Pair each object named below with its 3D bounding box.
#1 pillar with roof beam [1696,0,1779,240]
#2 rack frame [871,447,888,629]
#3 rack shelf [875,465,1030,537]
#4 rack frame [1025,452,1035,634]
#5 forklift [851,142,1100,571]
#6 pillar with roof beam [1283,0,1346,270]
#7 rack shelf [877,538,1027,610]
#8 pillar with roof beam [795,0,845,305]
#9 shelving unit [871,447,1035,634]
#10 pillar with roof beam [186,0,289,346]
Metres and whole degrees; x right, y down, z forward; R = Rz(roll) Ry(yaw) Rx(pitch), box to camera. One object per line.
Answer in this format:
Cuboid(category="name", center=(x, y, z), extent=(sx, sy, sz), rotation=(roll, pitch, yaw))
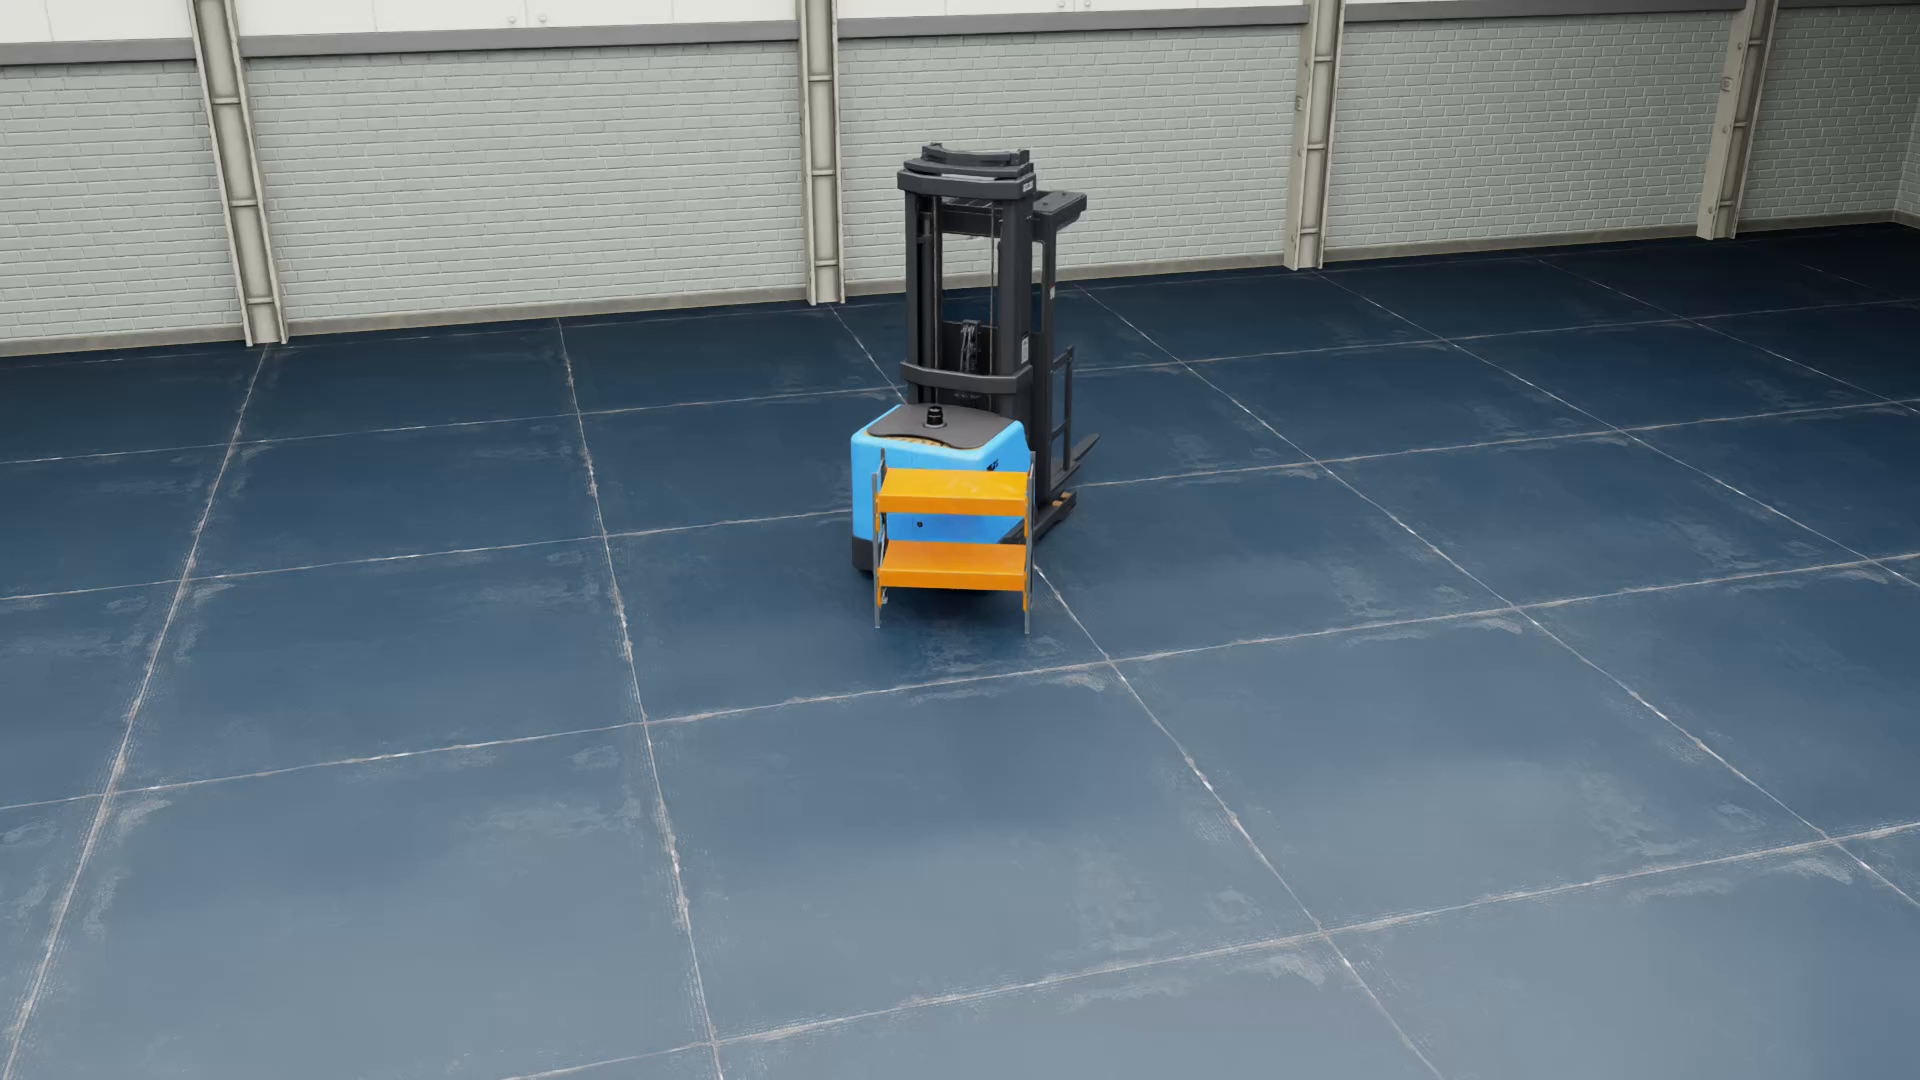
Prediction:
Cuboid(category="pillar with roof beam", center=(11.175, -6.526, 16.477), extent=(0.400, 9.000, 9.100), rotation=(-6, 24, -14))
Cuboid(category="rack frame", center=(-0.542, -0.014, 11.285), extent=(0.032, 1.125, 0.500), rotation=(2, 23, 4))
Cuboid(category="rack shelf", center=(-0.036, -0.266, 11.132), extent=(1.000, 0.278, 0.538), rotation=(2, 23, 4))
Cuboid(category="rack frame", center=(0.471, 0.019, 11.209), extent=(0.032, 1.125, 0.500), rotation=(2, 23, 4))
Cuboid(category="forklift", center=(0.277, -1.551, 12.578), extent=(1.130, 2.935, 3.031), rotation=(10, 25, 22))
Cuboid(category="pillar with roof beam", center=(5.398, -5.887, 14.987), extent=(0.400, 9.000, 9.100), rotation=(-6, 24, -14))
Cuboid(category="rack shelf", center=(-0.036, 0.227, 11.344), extent=(1.000, 0.278, 0.538), rotation=(2, 23, 4))
Cuboid(category="pillar with roof beam", center=(-0.379, -5.248, 13.498), extent=(0.400, 9.000, 9.100), rotation=(-6, 24, -14))
Cuboid(category="shelving unit", center=(-0.036, 0.003, 11.247), extent=(1.048, 1.125, 0.538), rotation=(2, 23, 4))
Cuboid(category="pillar with roof beam", center=(-6.156, -4.609, 12.009), extent=(0.400, 9.000, 9.100), rotation=(-6, 24, -14))
